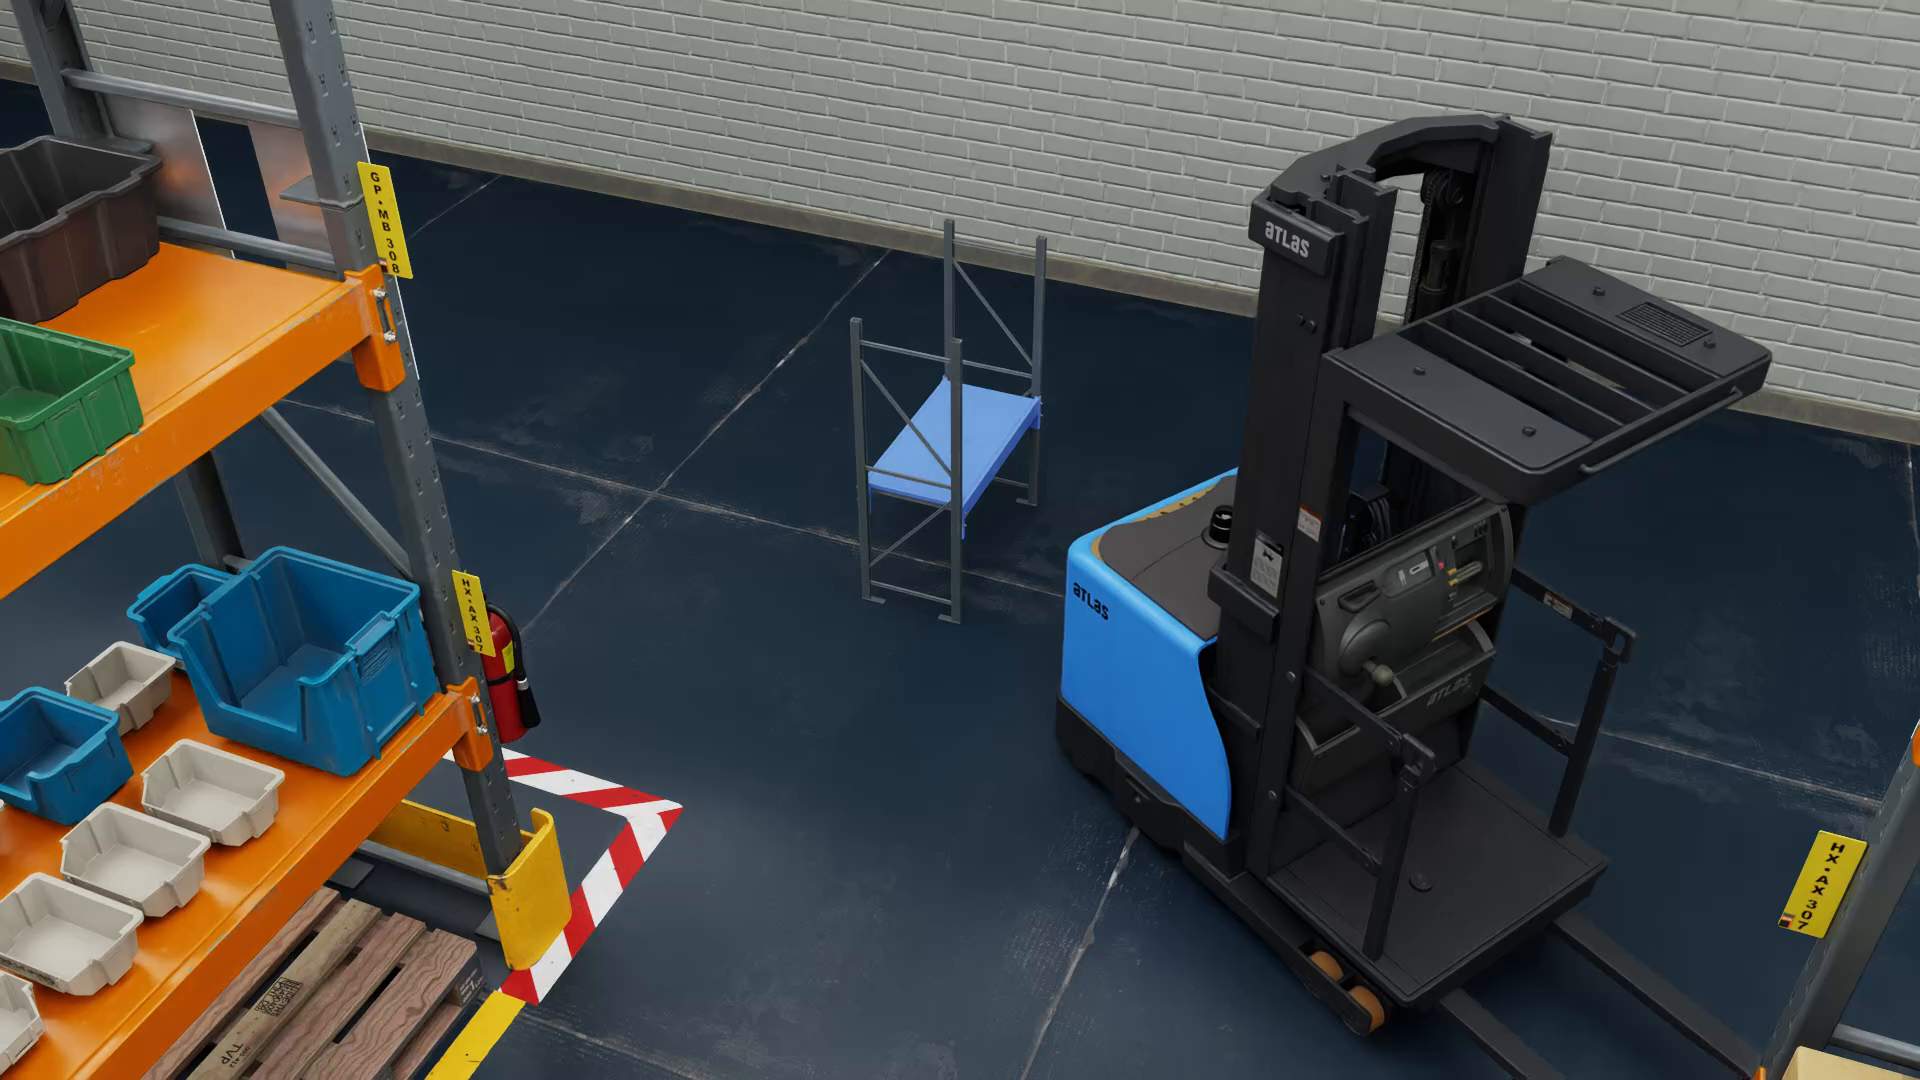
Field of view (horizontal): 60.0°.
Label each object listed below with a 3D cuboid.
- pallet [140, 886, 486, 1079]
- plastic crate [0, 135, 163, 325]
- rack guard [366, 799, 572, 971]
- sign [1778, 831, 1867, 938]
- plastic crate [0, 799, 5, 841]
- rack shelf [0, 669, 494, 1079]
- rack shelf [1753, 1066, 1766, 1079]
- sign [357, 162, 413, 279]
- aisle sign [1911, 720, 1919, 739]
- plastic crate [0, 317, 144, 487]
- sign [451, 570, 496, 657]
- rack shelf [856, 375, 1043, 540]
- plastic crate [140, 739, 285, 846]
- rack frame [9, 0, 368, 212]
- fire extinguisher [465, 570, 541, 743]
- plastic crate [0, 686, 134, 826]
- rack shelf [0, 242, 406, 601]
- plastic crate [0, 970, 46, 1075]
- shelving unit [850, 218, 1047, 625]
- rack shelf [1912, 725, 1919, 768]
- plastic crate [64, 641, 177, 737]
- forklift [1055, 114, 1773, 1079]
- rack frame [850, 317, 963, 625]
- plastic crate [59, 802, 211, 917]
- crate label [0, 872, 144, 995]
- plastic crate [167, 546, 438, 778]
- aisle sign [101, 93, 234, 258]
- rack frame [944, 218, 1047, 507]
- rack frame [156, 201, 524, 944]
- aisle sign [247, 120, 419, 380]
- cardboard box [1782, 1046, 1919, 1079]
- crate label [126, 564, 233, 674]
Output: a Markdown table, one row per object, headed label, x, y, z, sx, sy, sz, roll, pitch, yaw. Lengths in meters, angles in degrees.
| label | x | y | z | sx | sy | sz | roll | pitch | yaw |
| --- | --- | --- | --- | --- | --- | --- | --- | --- | --- |
| pallet | -2.411 | 1.750 | 5.732 | 1.003 | 0.211 | 1.213 | 14 | 39 | 18 |
| plastic crate | -2.465 | -0.814 | 4.437 | 0.497 | 0.269 | 0.590 | 14 | 39 | 18 |
| rack guard | -2.064 | 1.171 | 6.266 | 1.175 | 0.500 | 0.348 | 14 | 39 | 18 |
| sign | 2.008 | 0.806 | 3.877 | 0.100 | 0.325 | 0.005 | 14 | 39 | 18 |
| plastic crate | -2.916 | 0.863 | 4.760 | 0.250 | 0.136 | 0.298 | 14 | 39 | 18 |
| rack shelf | -2.822 | 1.581 | 4.230 | 1.077 | 0.370 | 4.000 | 14 | 39 | 18 |
| rack shelf | 1.758 | 2.709 | 2.721 | 1.077 | 0.370 | 4.000 | 14 | 39 | 18 |
| sign | -1.546 | -0.858 | 4.474 | 0.100 | 0.325 | 0.005 | 14 | 39 | 18 |
| aisle sign | 2.269 | 0.164 | 3.353 | 0.394 | 0.787 | 0.004 | 14 | 39 | 18 |
| plastic crate | -2.172 | -0.320 | 3.844 | 0.450 | 0.188 | 0.336 | 14 | 39 | 18 |
| sign | -1.546 | 0.237 | 5.292 | 0.100 | 0.325 | 0.005 | 14 | 39 | 18 |
| rack shelf | -0.032 | -0.409 | 7.845 | 0.538 | 0.185 | 1.000 | 14 | 39 | 18 |
| plastic crate | -2.204 | 0.760 | 4.898 | 0.396 | 0.136 | 0.243 | 14 | 39 | 18 |
| rack frame | -2.061 | -2.217 | 3.700 | 1.000 | 3.000 | 0.127 | 14 | 39 | 18 |
| fire extinguisher | -1.584 | 0.386 | 5.604 | 0.296 | 0.674 | 0.183 | 14 | 39 | 18 |
| plastic crate | -2.710 | 0.655 | 4.958 | 0.416 | 0.233 | 0.300 | 14 | 39 | 18 |
| rack shelf | -2.822 | 0.380 | 3.332 | 1.077 | 0.370 | 4.000 | 14 | 39 | 18 |
| plastic crate | -2.507 | 1.245 | 4.249 | 0.298 | 0.136 | 0.250 | 14 | 39 | 18 |
| shelving unit | -0.032 | -0.554 | 7.738 | 0.538 | 1.500 | 1.048 | 14 | 39 | 18 |
| rack shelf | 1.758 | 1.508 | 1.823 | 1.077 | 0.370 | 4.000 | 14 | 39 | 18 |
| plastic crate | -2.658 | 0.488 | 5.262 | 0.250 | 0.136 | 0.298 | 14 | 39 | 18 |
| forklift | 1.665 | 0.245 | 5.474 | 1.130 | 2.935 | 3.031 | -23 | 43 | -28 |
| rack frame | -0.226 | -0.272 | 7.361 | 0.500 | 1.500 | 0.032 | 14 | 39 | 18 |
| plastic crate | -2.328 | 0.917 | 4.688 | 0.396 | 0.136 | 0.243 | 14 | 39 | 18 |
| crate label | -2.411 | 1.077 | 4.474 | 0.396 | 0.136 | 0.243 | 14 | 39 | 18 |
| plastic crate | -2.016 | 0.375 | 5.163 | 0.616 | 0.435 | 0.499 | 14 | 39 | 18 |
| aisle sign | -2.309 | -0.963 | 4.862 | 0.394 | 0.787 | 0.004 | 14 | 39 | 18 |
| rack frame | 0.161 | -0.835 | 8.114 | 0.500 | 1.500 | 0.032 | 14 | 39 | 18 |
| rack frame | -2.061 | 0.186 | 5.496 | 1.000 | 3.000 | 0.127 | 14 | 39 | 18 |
| aisle sign | -1.763 | -0.829 | 4.682 | 0.394 | 0.787 | 0.004 | 14 | 39 | 18 |
| cardboard box | 2.087 | 1.459 | 3.669 | 0.500 | 0.250 | 0.500 | 13 | 39 | 17 |
| crate label | -2.460 | 0.290 | 5.446 | 0.416 | 0.233 | 0.303 | 14 | 39 | 18 |
